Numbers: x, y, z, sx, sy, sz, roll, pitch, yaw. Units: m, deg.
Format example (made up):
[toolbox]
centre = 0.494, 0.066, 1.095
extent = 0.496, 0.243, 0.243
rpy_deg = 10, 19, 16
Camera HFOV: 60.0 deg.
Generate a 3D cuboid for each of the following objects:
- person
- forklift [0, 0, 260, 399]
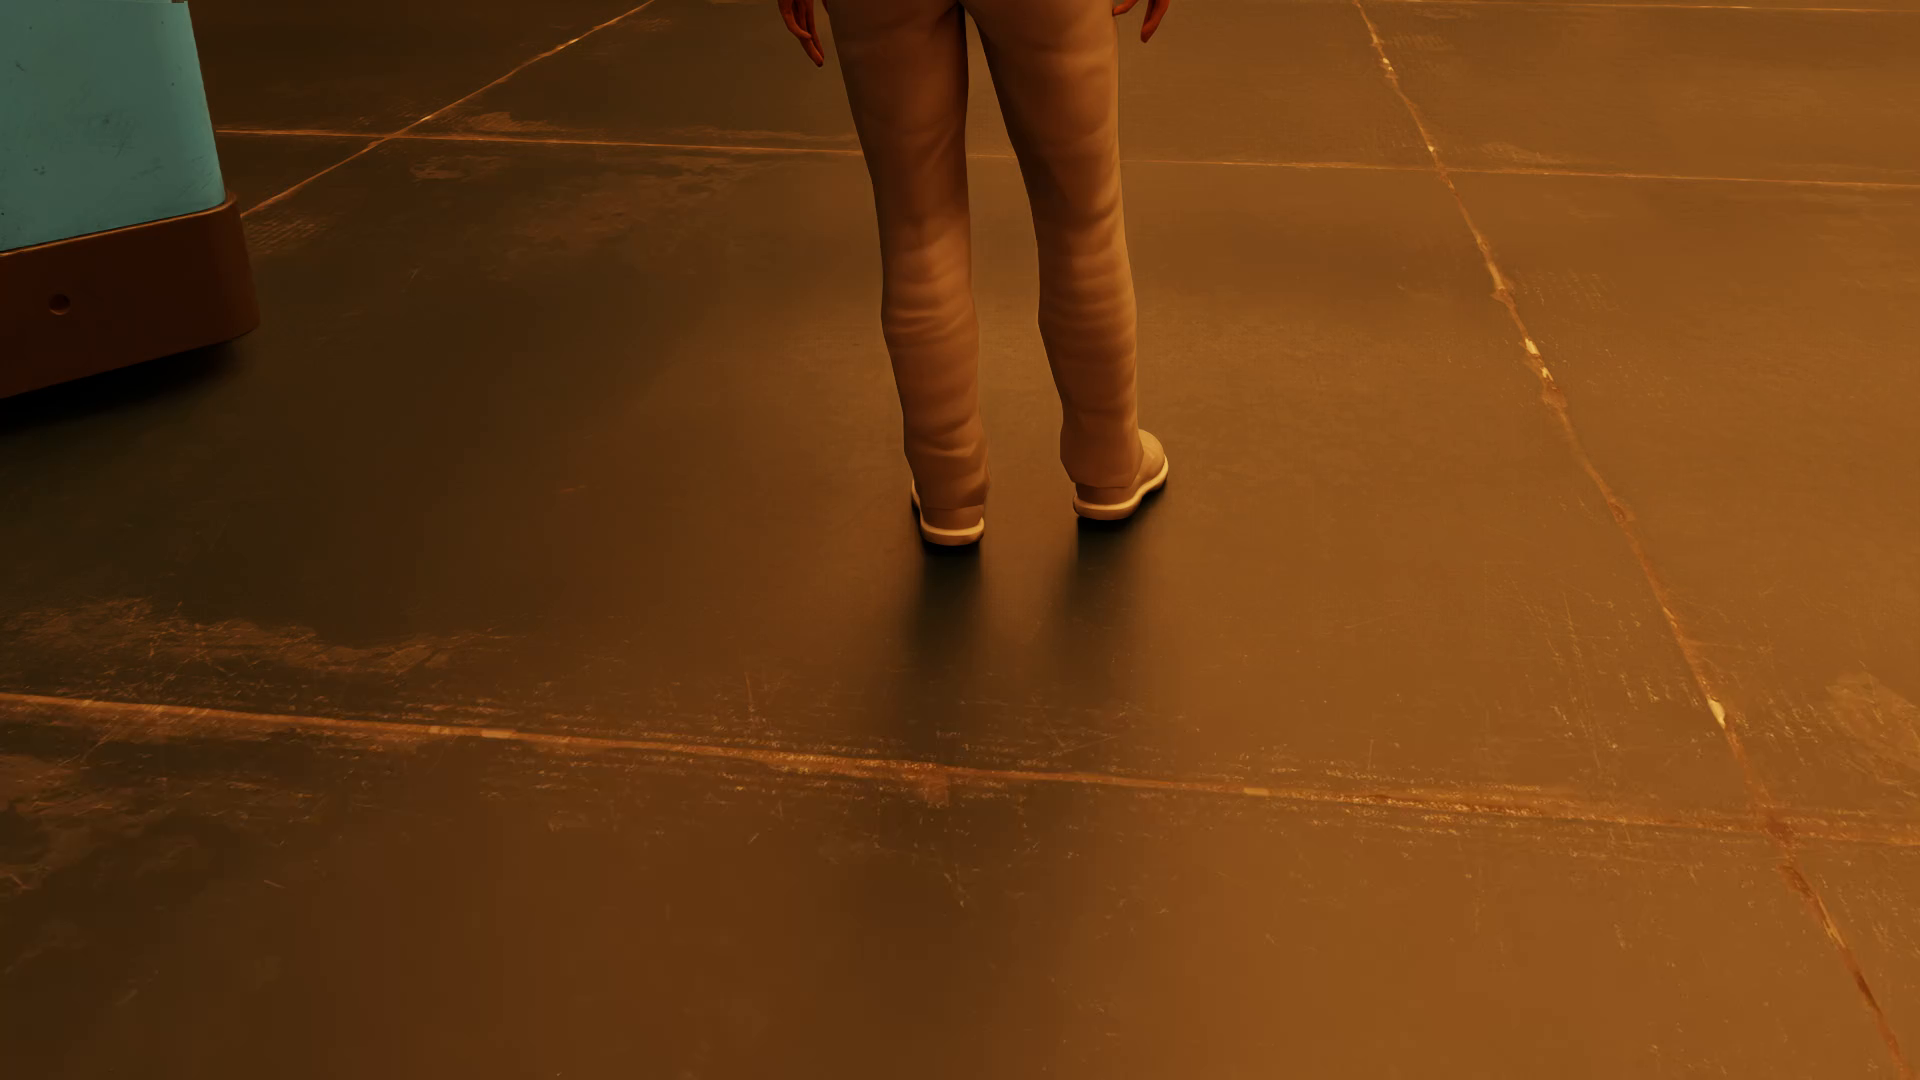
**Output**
[person]
centre = 0.030, -0.795, 2.183
extent = 0.569, 1.692, 0.530
rpy_deg = 3, 27, 7
[forklift]
centre = -2.754, -1.935, 3.095
extent = 3.031, 2.935, 1.130
rpy_deg = 22, 34, 37
